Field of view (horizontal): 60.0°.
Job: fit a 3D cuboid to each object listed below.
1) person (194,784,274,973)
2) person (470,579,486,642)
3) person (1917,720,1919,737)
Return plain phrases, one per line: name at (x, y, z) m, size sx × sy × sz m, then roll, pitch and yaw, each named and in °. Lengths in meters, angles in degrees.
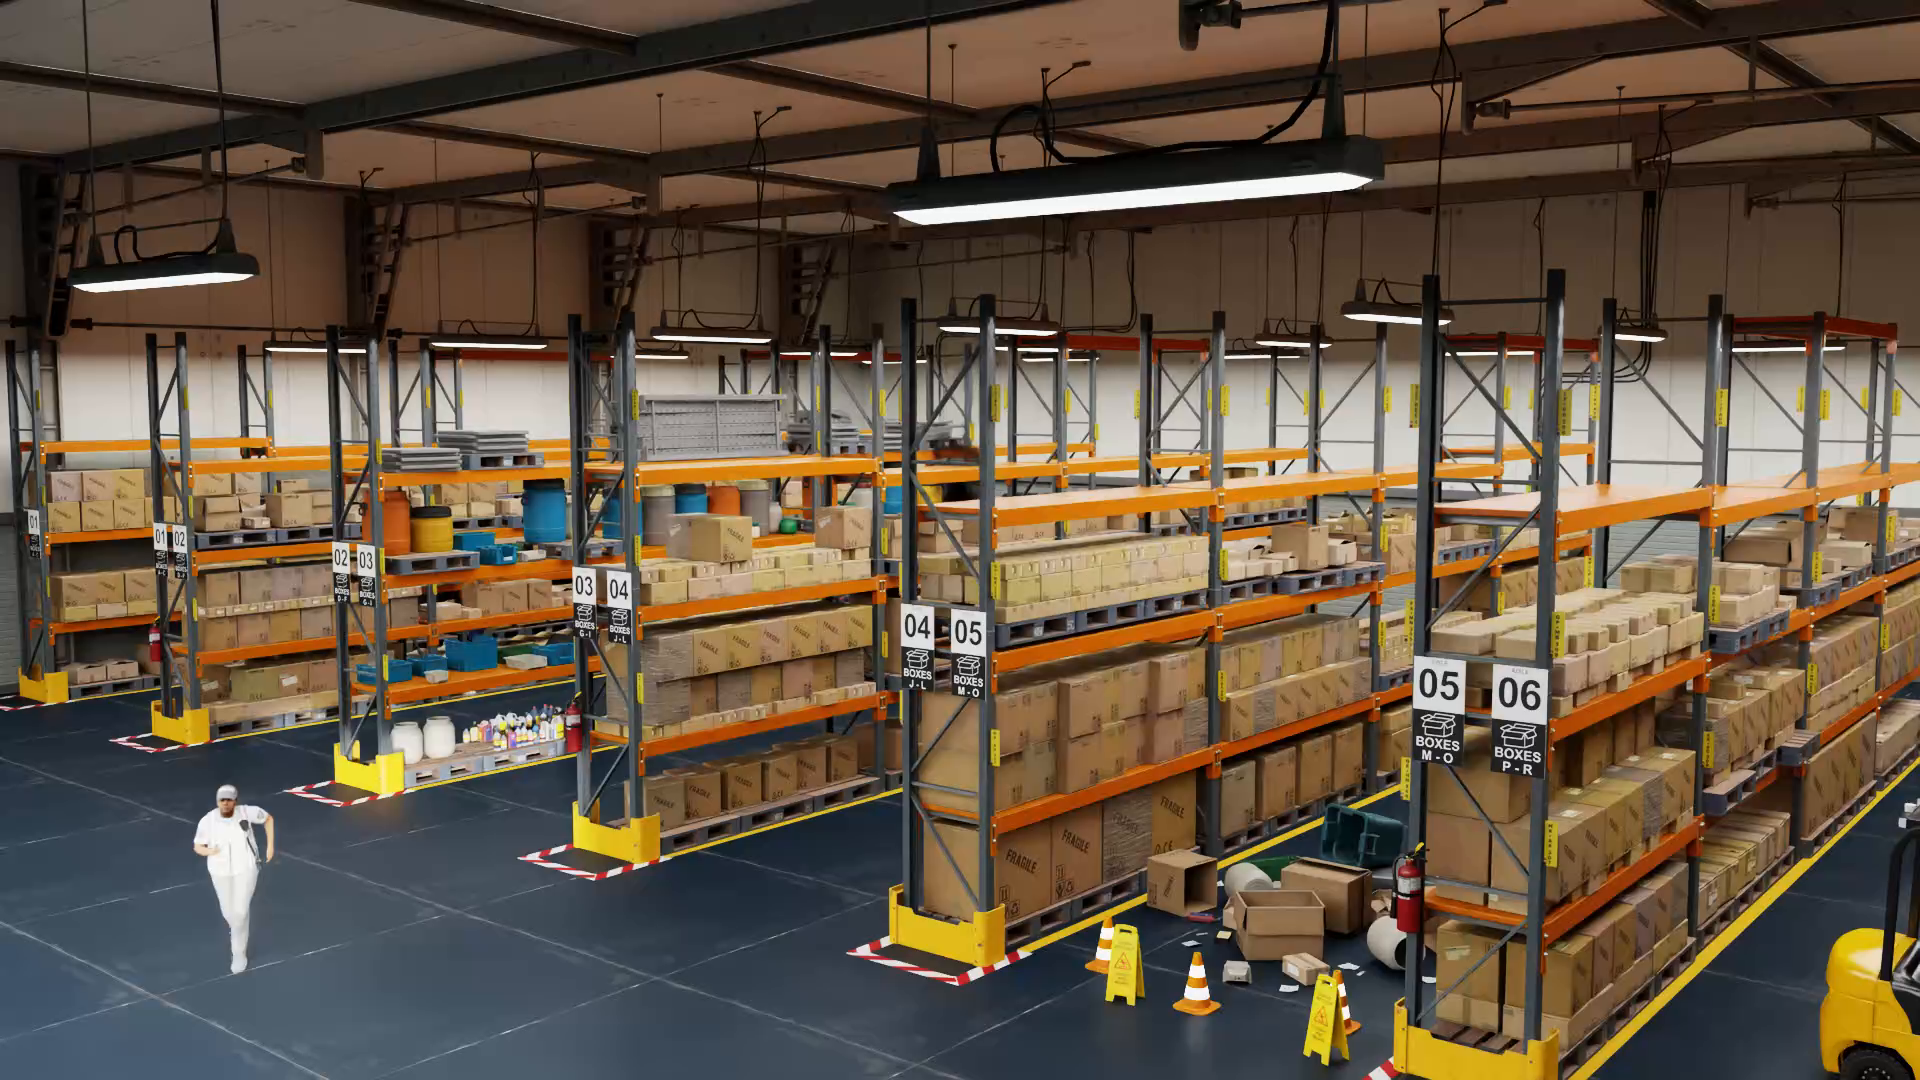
person at (-6.522, 3.004, 14.965) m, size 0.627 × 1.690 × 0.816 m, roll -1°, pitch 5°, yaw -14°
person at (-9.136, 1.533, 31.387) m, size 0.604 × 1.610 × 0.581 m, roll 3°, pitch 6°, yaw 33°
person at (11.518, 2.583, 19.501) m, size 0.545 × 1.707 × 0.682 m, roll 4°, pitch 6°, yaw 36°
